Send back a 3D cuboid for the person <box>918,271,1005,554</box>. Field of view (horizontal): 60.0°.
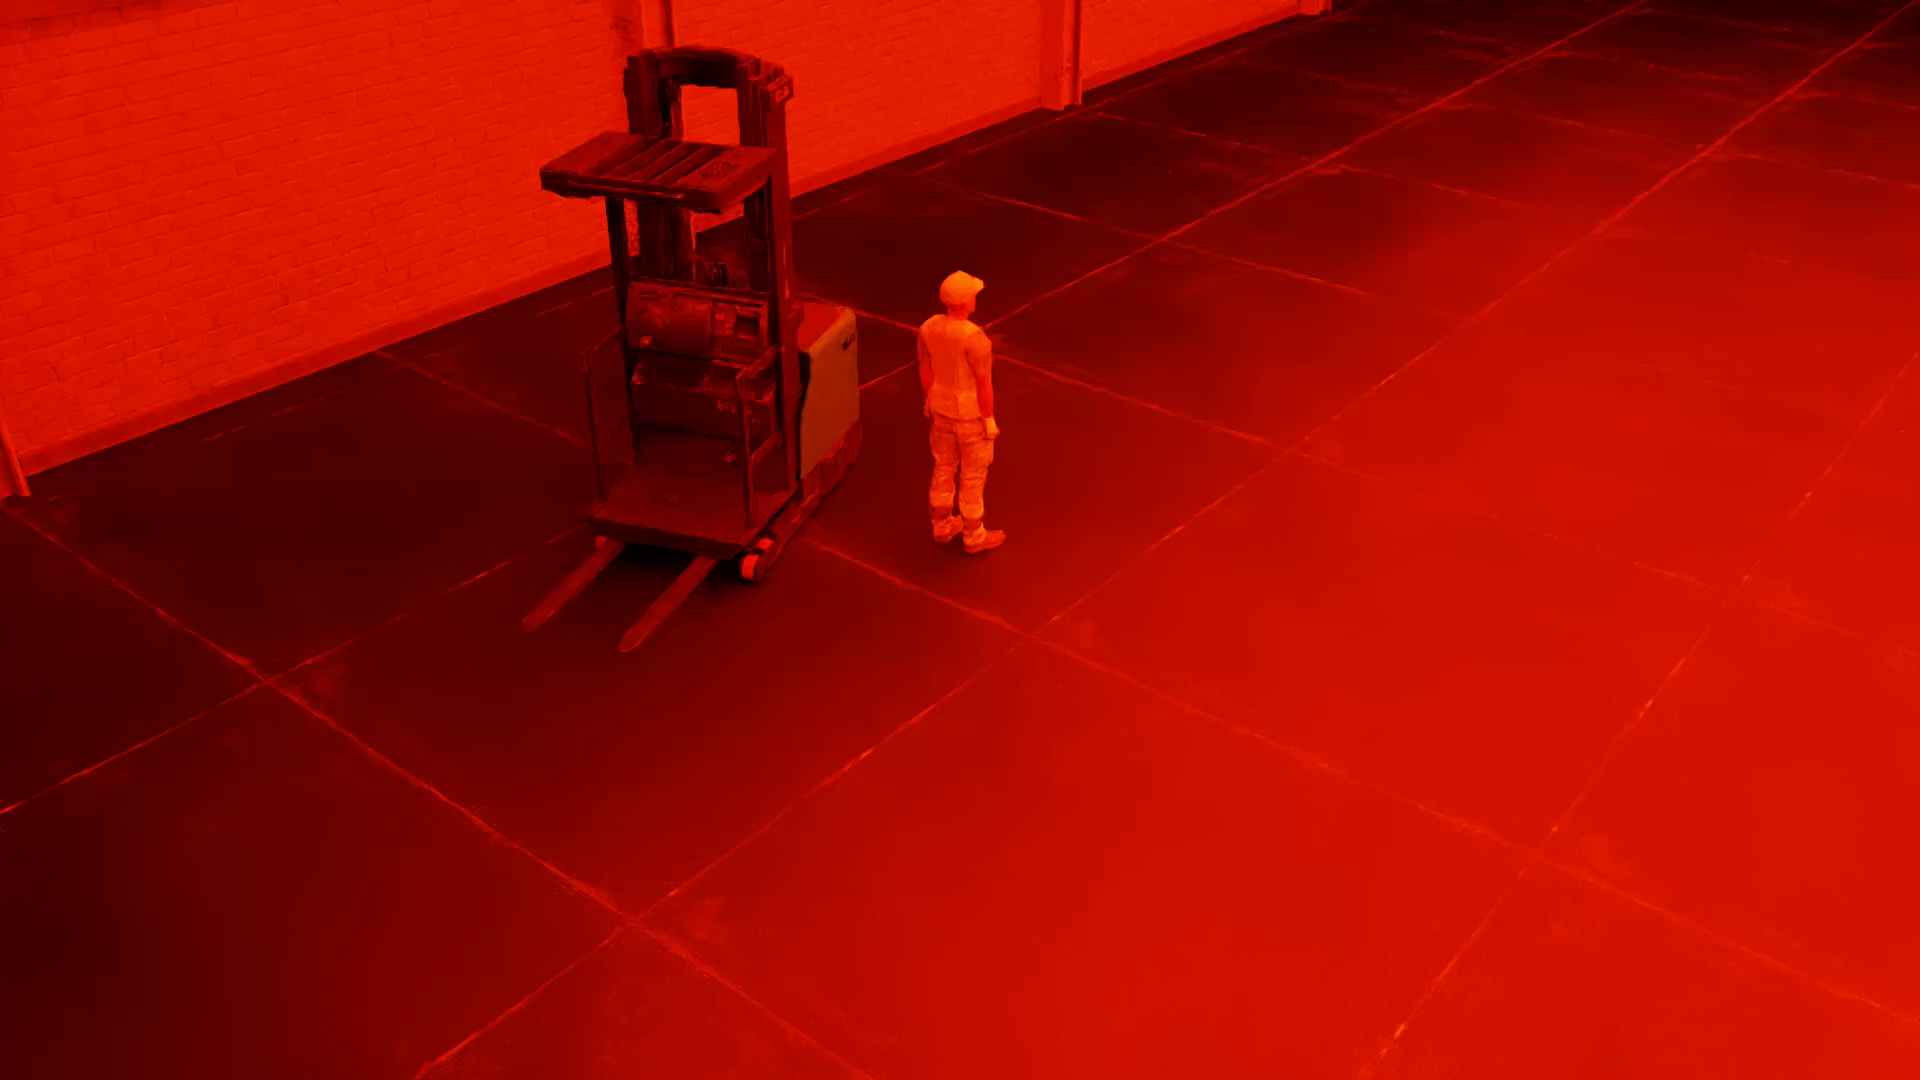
[{"bbox_3d":[0.012,-0.782,10.063,0.540,1.795,0.349,22,37,33],"label":"person"}]

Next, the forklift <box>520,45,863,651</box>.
[{"bbox_3d":[-1.631,-1.248,9.731,1.130,2.935,3.031,10,32,16],"label":"forklift"}]
